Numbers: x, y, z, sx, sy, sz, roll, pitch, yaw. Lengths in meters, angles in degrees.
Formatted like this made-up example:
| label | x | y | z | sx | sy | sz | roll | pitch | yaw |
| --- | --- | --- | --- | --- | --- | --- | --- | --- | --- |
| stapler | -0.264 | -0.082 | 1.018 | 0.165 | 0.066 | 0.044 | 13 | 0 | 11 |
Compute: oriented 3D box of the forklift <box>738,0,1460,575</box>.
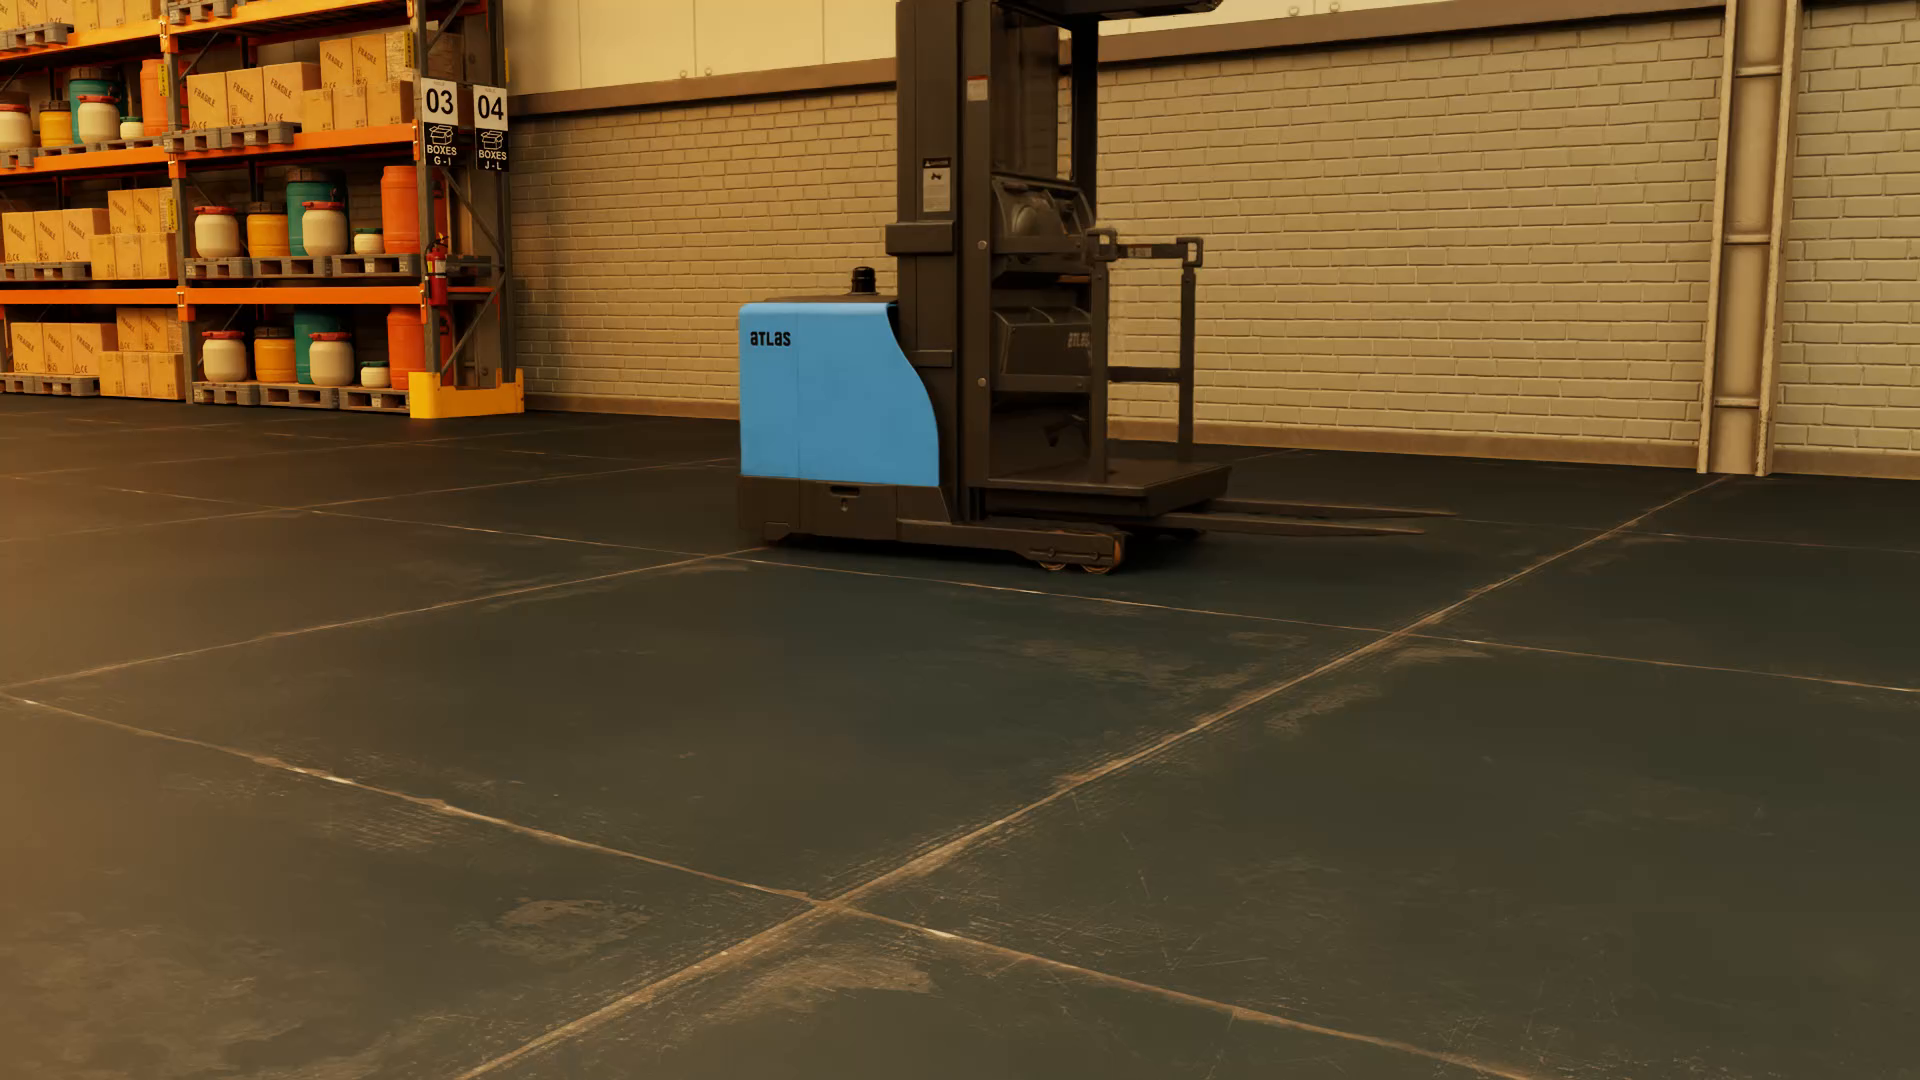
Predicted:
| label | x | y | z | sx | sy | sz | roll | pitch | yaw |
| --- | --- | --- | --- | --- | --- | --- | --- | --- | --- |
| forklift | 0.549 | -1.398 | 7.026 | 3.031 | 2.935 | 1.130 | 4 | 9 | 28 |
